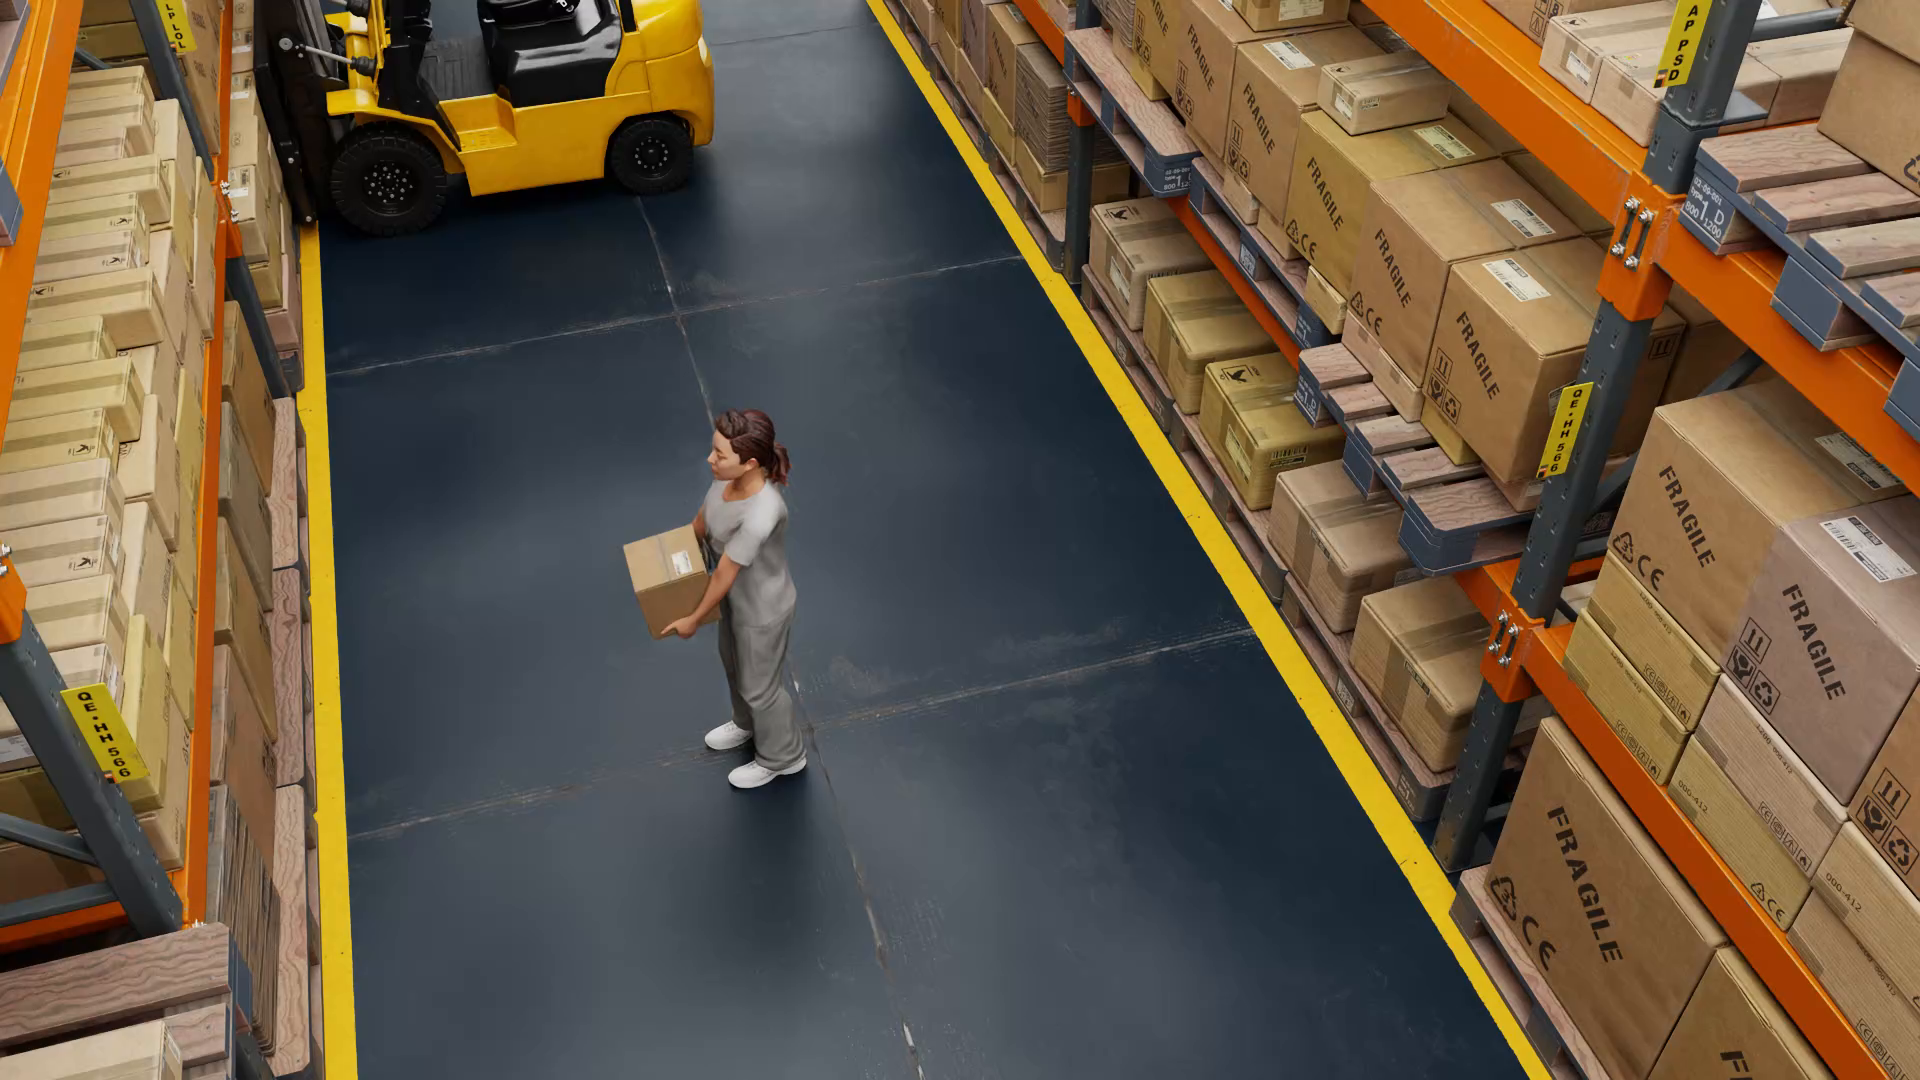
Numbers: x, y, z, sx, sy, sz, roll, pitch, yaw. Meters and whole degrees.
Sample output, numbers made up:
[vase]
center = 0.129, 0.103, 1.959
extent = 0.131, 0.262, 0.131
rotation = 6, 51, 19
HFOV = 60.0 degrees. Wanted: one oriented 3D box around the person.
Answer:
[person]
center = -0.813, 0.229, 5.919
extent = 0.536, 1.669, 0.409
rotation = -12, 44, -13
